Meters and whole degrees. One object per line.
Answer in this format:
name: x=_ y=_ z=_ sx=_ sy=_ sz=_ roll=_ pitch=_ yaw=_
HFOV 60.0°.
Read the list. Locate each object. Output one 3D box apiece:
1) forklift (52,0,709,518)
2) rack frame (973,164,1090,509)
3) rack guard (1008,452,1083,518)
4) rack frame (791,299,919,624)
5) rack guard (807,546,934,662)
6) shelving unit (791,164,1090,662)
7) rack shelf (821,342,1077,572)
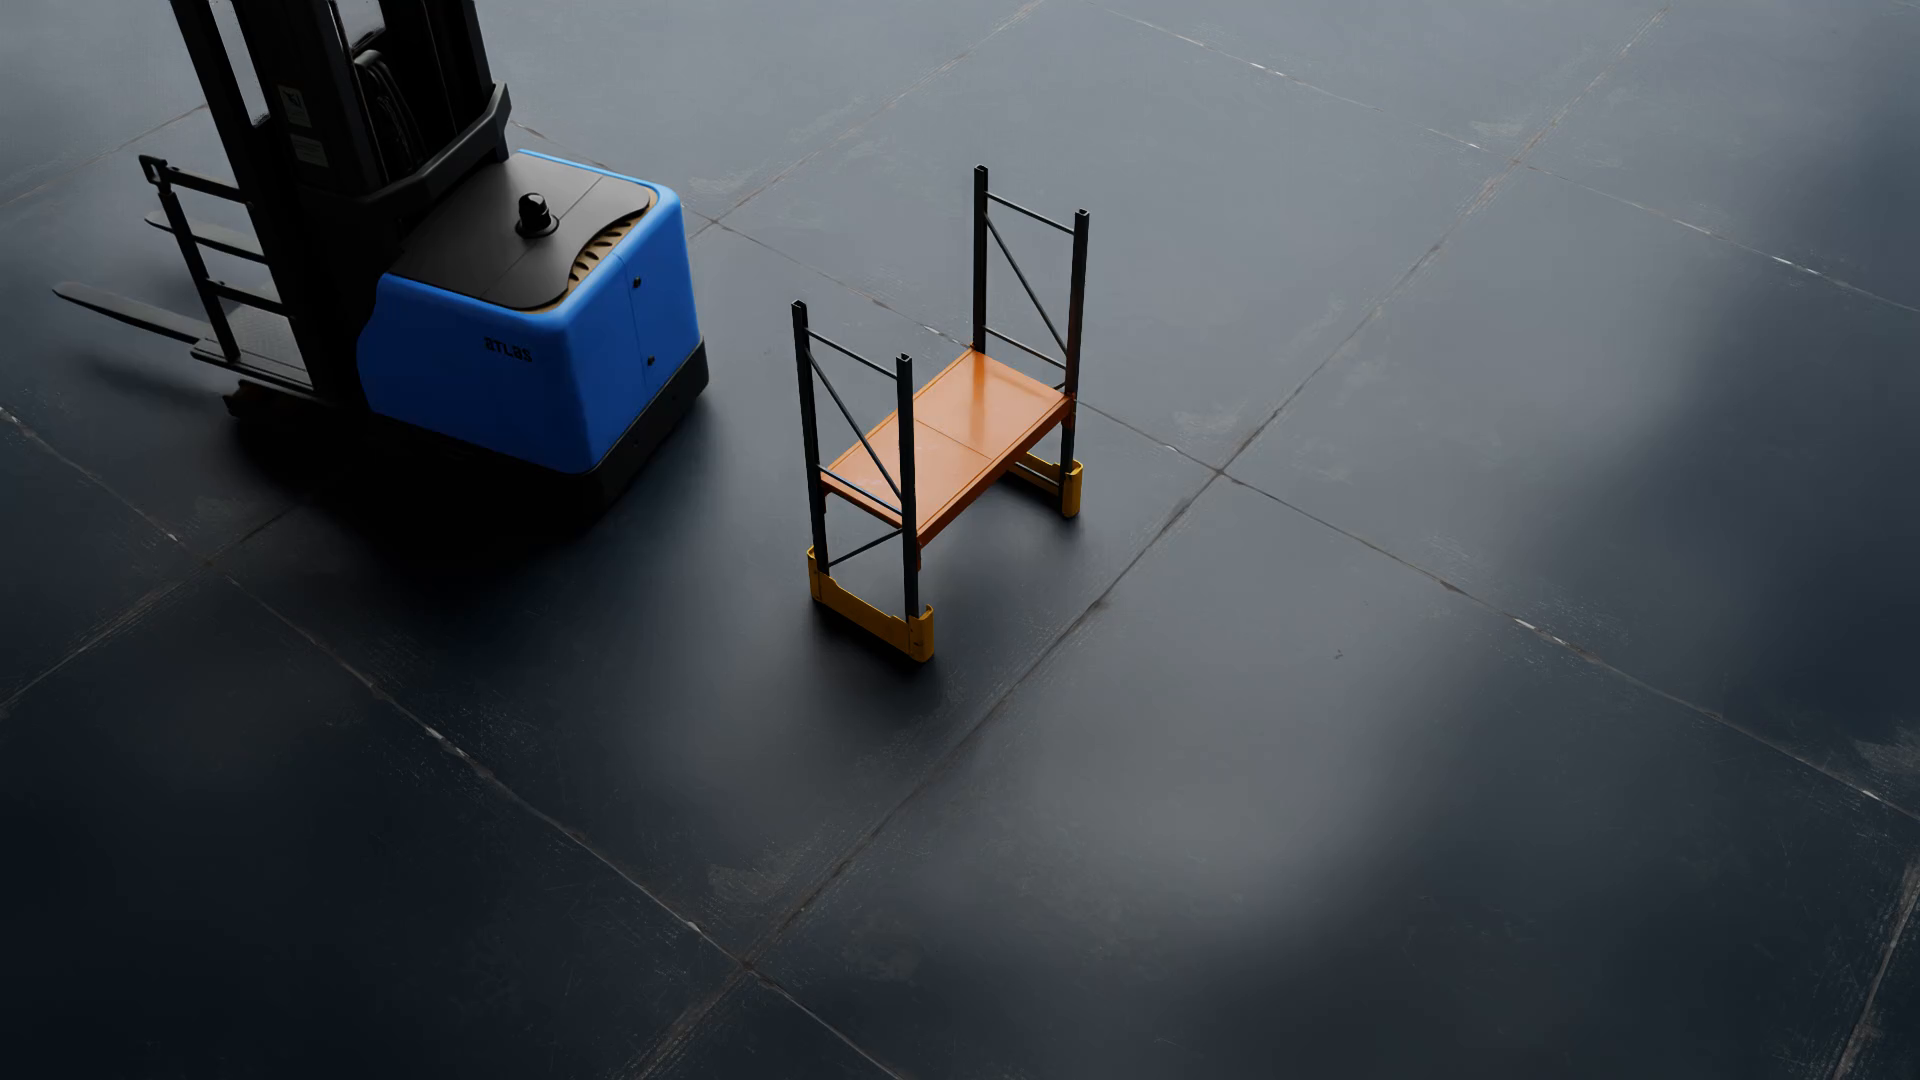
forklift: x=-2.697 y=-1.810 z=6.617 sx=3.031 sy=2.935 sz=1.130 roll=17 pitch=49 yaw=16
rack frame: x=0.259 y=-0.760 z=6.604 sx=0.500 sy=1.500 sz=0.032 roll=29 pitch=53 yaw=25
rack guard: x=0.258 y=-0.328 z=7.055 sx=0.587 sy=0.250 sz=0.087 roll=29 pitch=53 yaw=25
rack frame: x=-0.363 y=-0.178 z=6.048 sx=0.500 sy=1.500 sz=0.032 roll=29 pitch=53 yaw=25
rack guard: x=-0.351 y=0.242 z=6.510 sx=0.587 sy=0.250 sz=0.087 roll=29 pitch=53 yaw=25
shelving unit: x=-0.047 y=-0.474 z=6.331 sx=0.587 sy=1.500 sz=1.083 roll=29 pitch=53 yaw=25
rack shelf: x=-0.052 y=-0.345 z=6.456 sx=0.538 sy=0.185 sz=1.000 roll=29 pitch=53 yaw=25
